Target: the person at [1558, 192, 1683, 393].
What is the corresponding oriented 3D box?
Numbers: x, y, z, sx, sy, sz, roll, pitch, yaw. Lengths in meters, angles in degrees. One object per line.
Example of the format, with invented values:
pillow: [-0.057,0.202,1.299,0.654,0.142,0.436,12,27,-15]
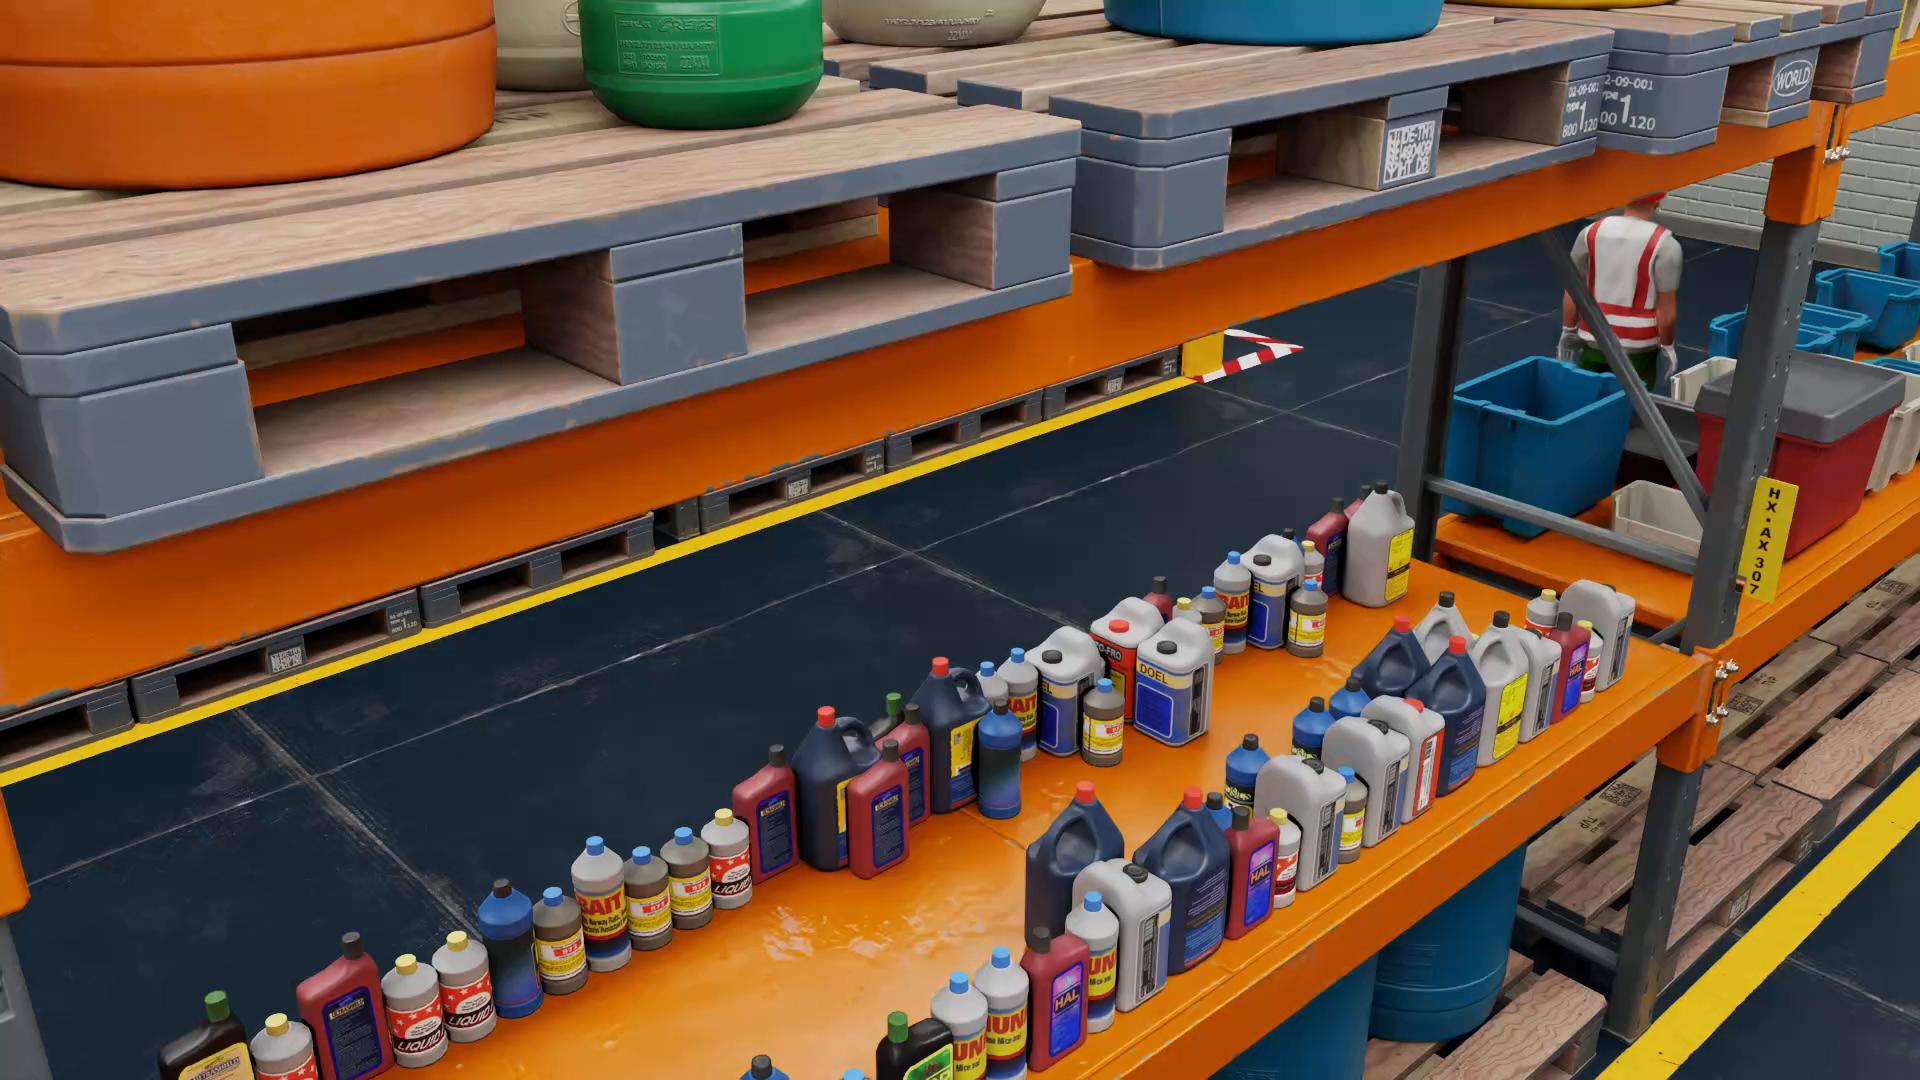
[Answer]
person: [3.233,-0.973,8.180,0.427,1.779,0.556,-21,31,-38]
